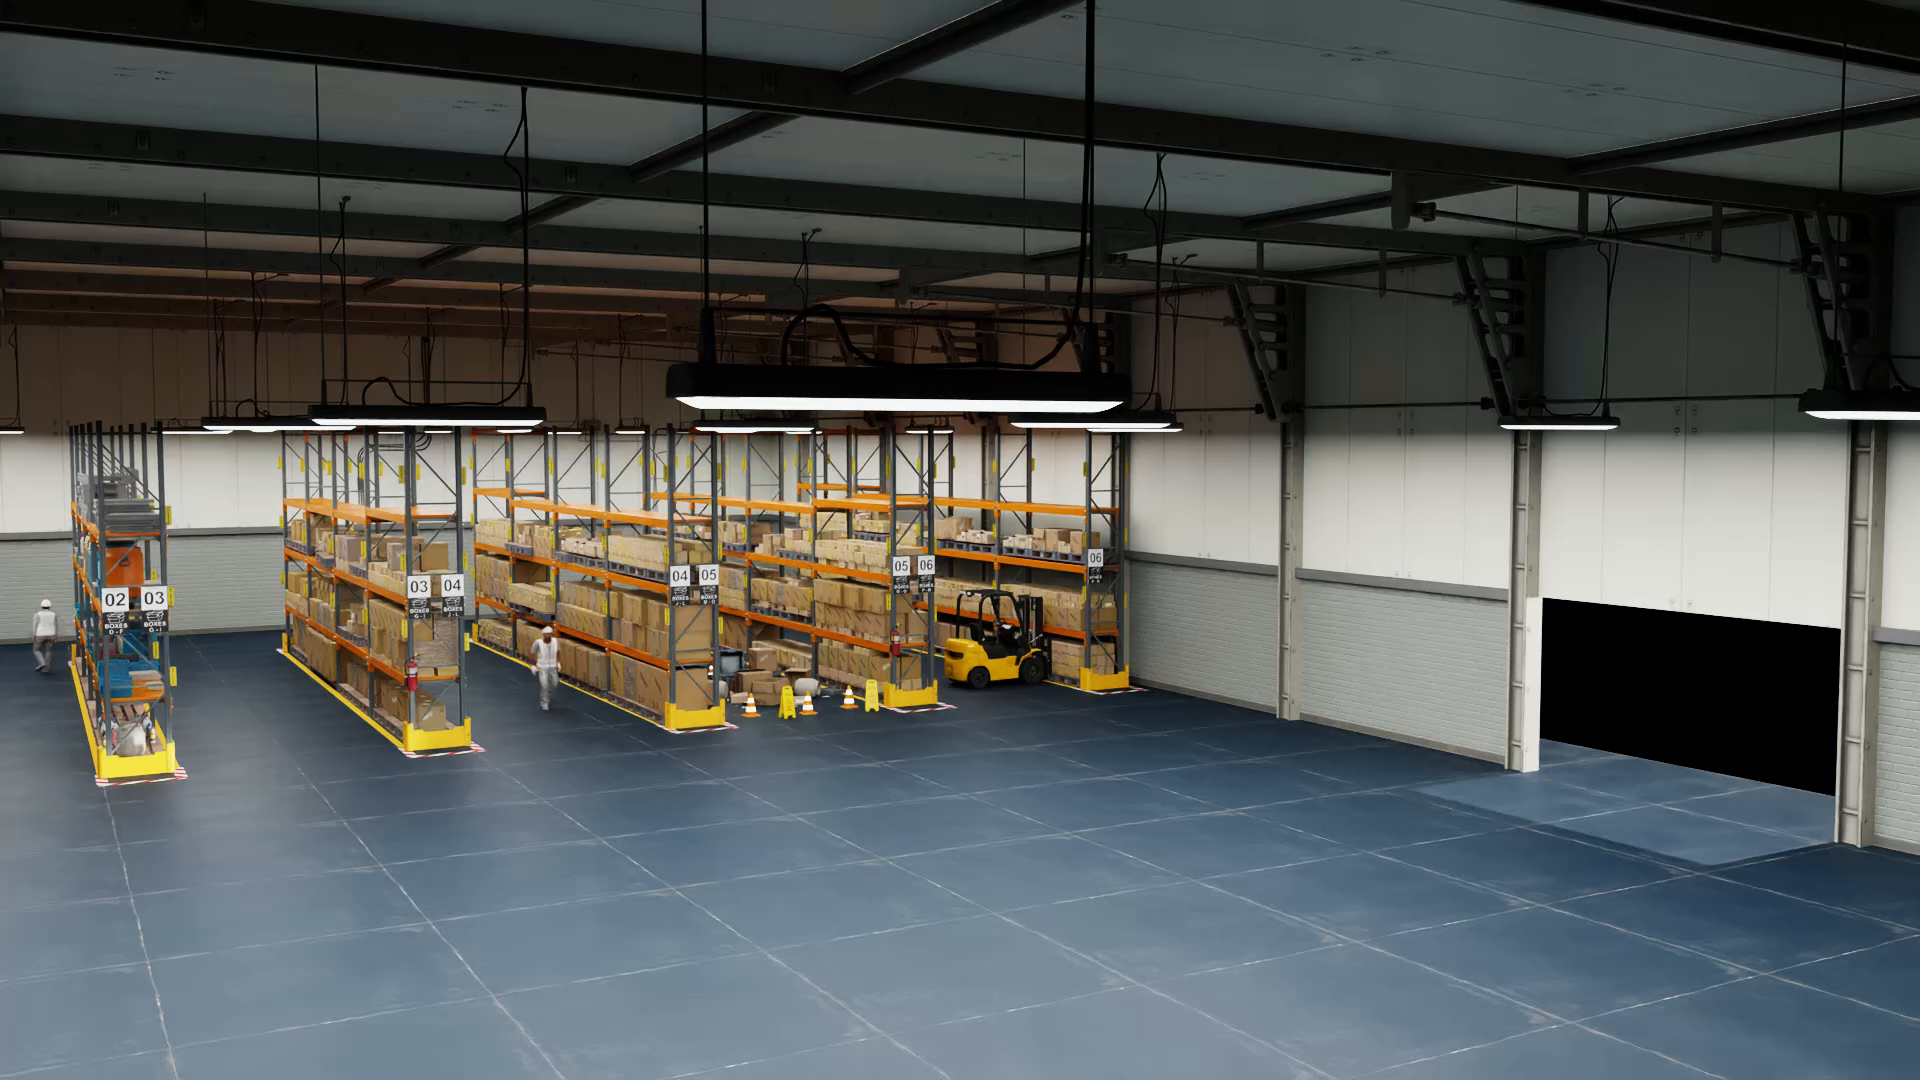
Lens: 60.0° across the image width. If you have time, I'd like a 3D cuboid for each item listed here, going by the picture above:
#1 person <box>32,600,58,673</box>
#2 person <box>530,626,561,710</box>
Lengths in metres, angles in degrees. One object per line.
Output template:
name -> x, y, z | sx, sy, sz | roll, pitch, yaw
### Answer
person -> -22.209, 2.335, 40.381 | 0.568, 1.769, 0.464 | -3, 5, -40
person -> -8.772, 2.680, 35.107 | 0.634, 1.753, 0.723 | -3, 4, -37
